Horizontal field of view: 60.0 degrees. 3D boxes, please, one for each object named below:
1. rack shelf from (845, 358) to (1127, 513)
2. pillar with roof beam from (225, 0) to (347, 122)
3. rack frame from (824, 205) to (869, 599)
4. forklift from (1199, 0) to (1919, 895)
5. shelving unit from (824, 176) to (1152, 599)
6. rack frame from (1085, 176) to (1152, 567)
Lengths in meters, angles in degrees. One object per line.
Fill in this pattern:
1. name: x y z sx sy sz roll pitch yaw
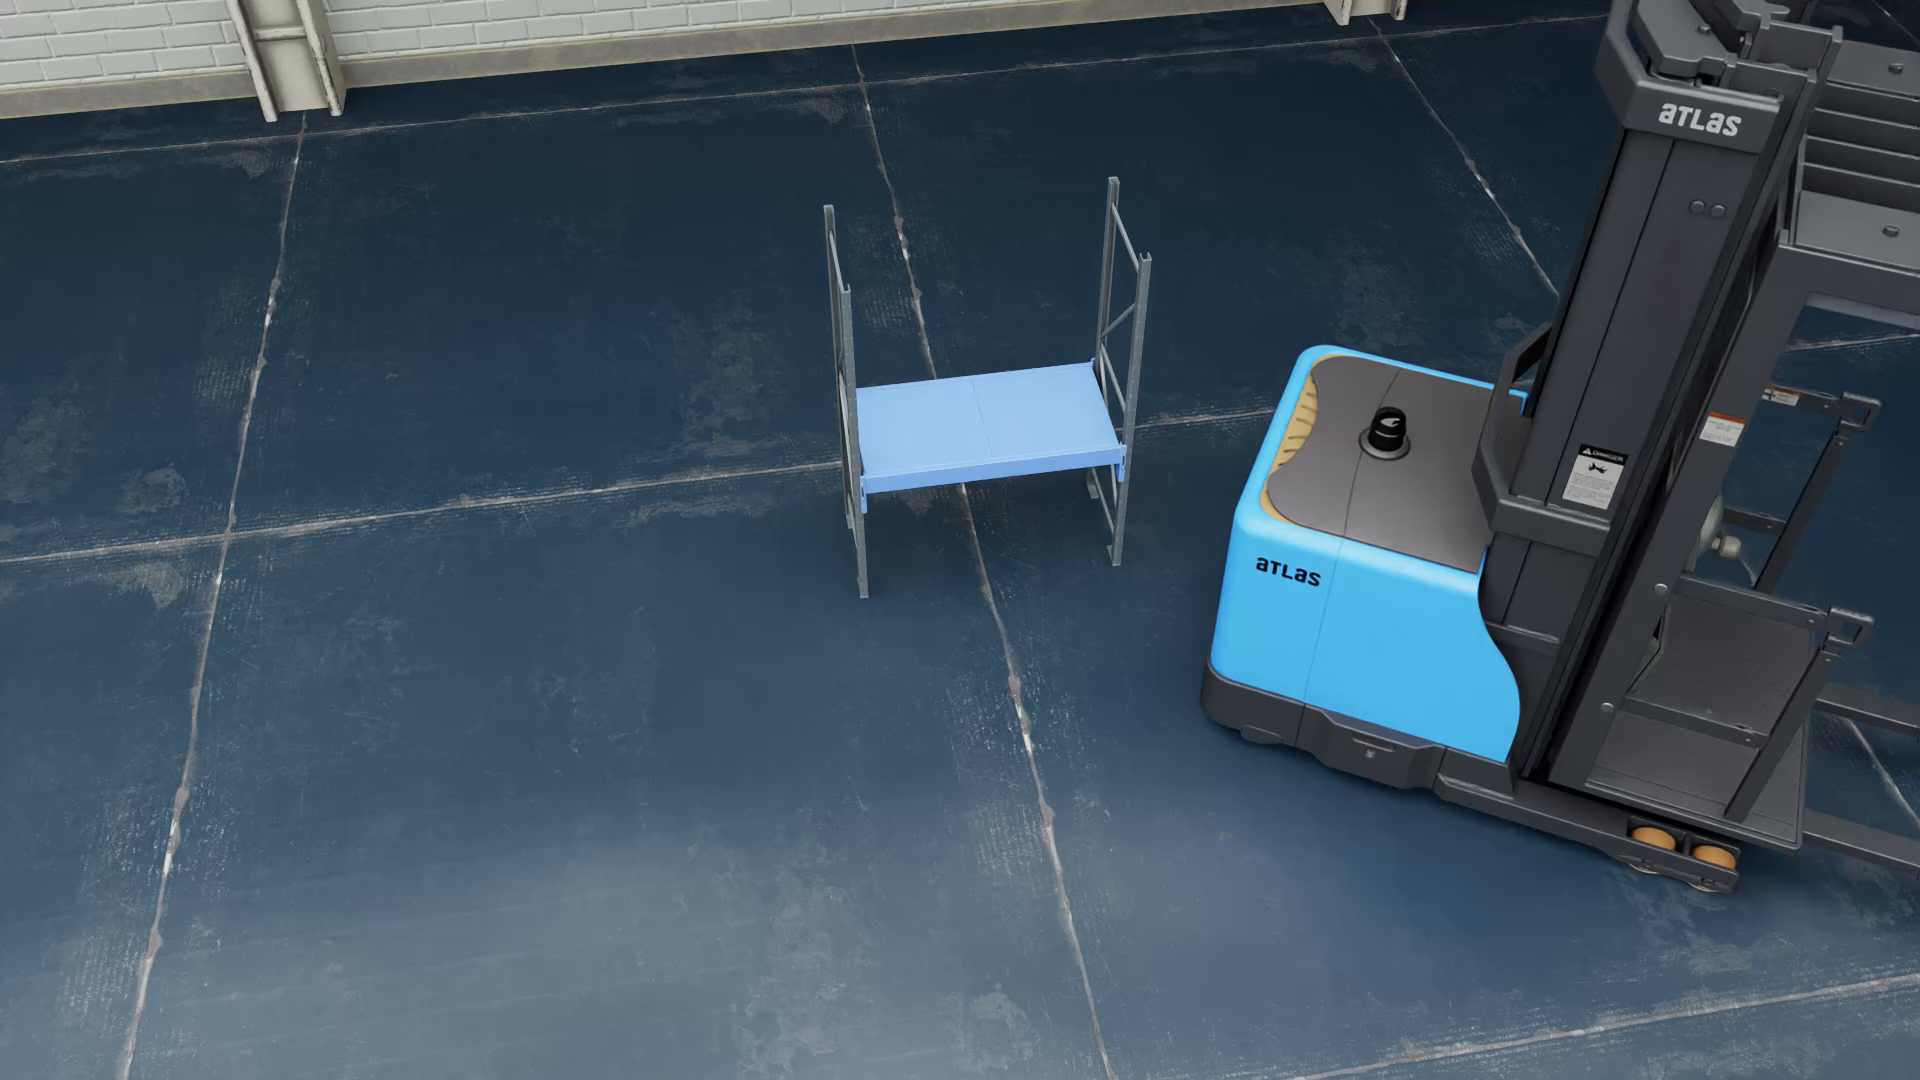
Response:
1. rack shelf: 0.084 -0.406 6.350 1.000 0.185 0.538 -7 46 -7
2. pillar with roof beam: -2.815 -2.442 2.854 0.400 9.000 9.100 -7 46 -7
3. rack frame: -0.417 -0.468 6.160 0.032 1.500 0.500 -7 46 -7
4. forklift: 2.444 -0.269 4.974 3.031 2.935 1.130 16 48 15
5. shelving unit: 0.084 -0.531 6.220 1.048 1.500 0.538 -7 46 -7
6. rack frame: 0.585 -0.593 6.280 0.032 1.500 0.500 -7 46 -7
